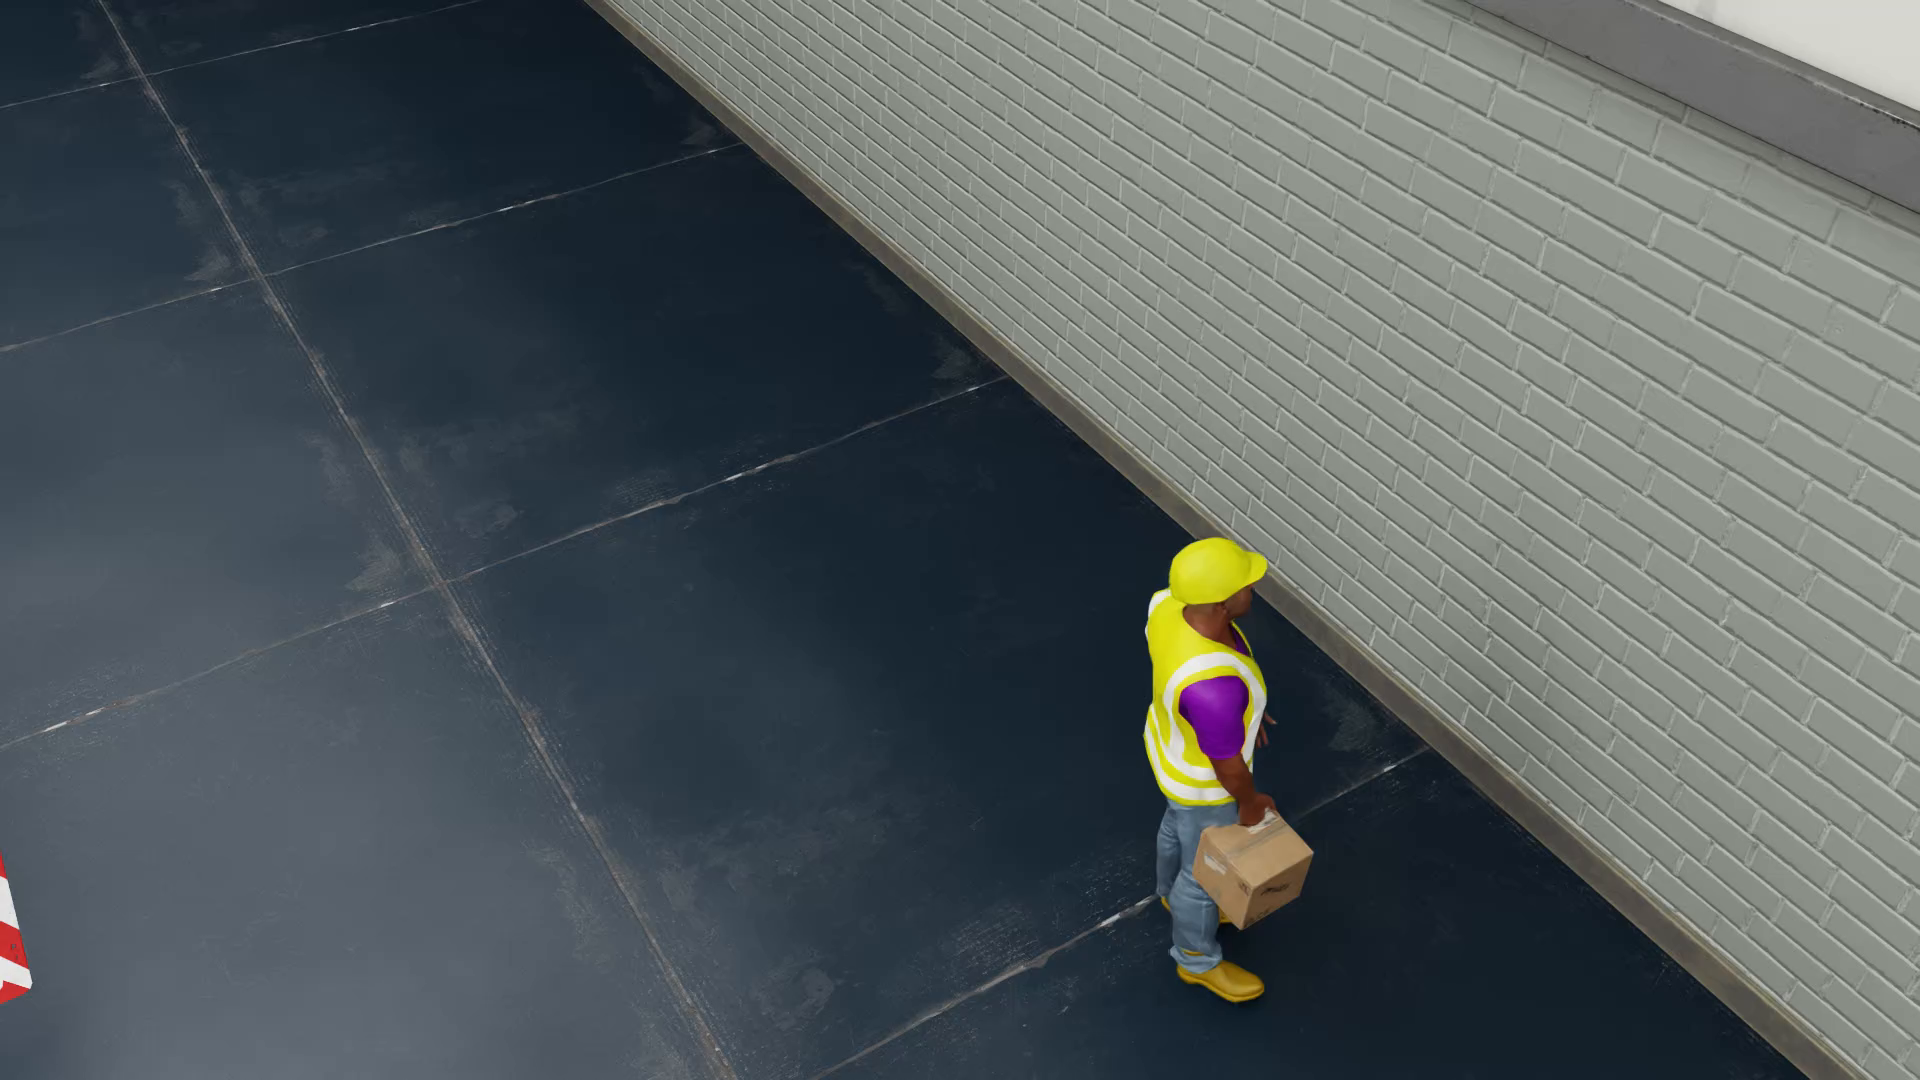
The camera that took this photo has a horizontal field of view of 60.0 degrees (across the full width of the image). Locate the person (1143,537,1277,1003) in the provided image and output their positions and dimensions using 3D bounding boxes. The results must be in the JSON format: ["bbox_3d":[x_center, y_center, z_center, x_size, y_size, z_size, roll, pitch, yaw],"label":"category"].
[{"bbox_3d":[0.817,0.714,5.276,0.468,1.777,0.599,-5,41,-5],"label":"person"}]
